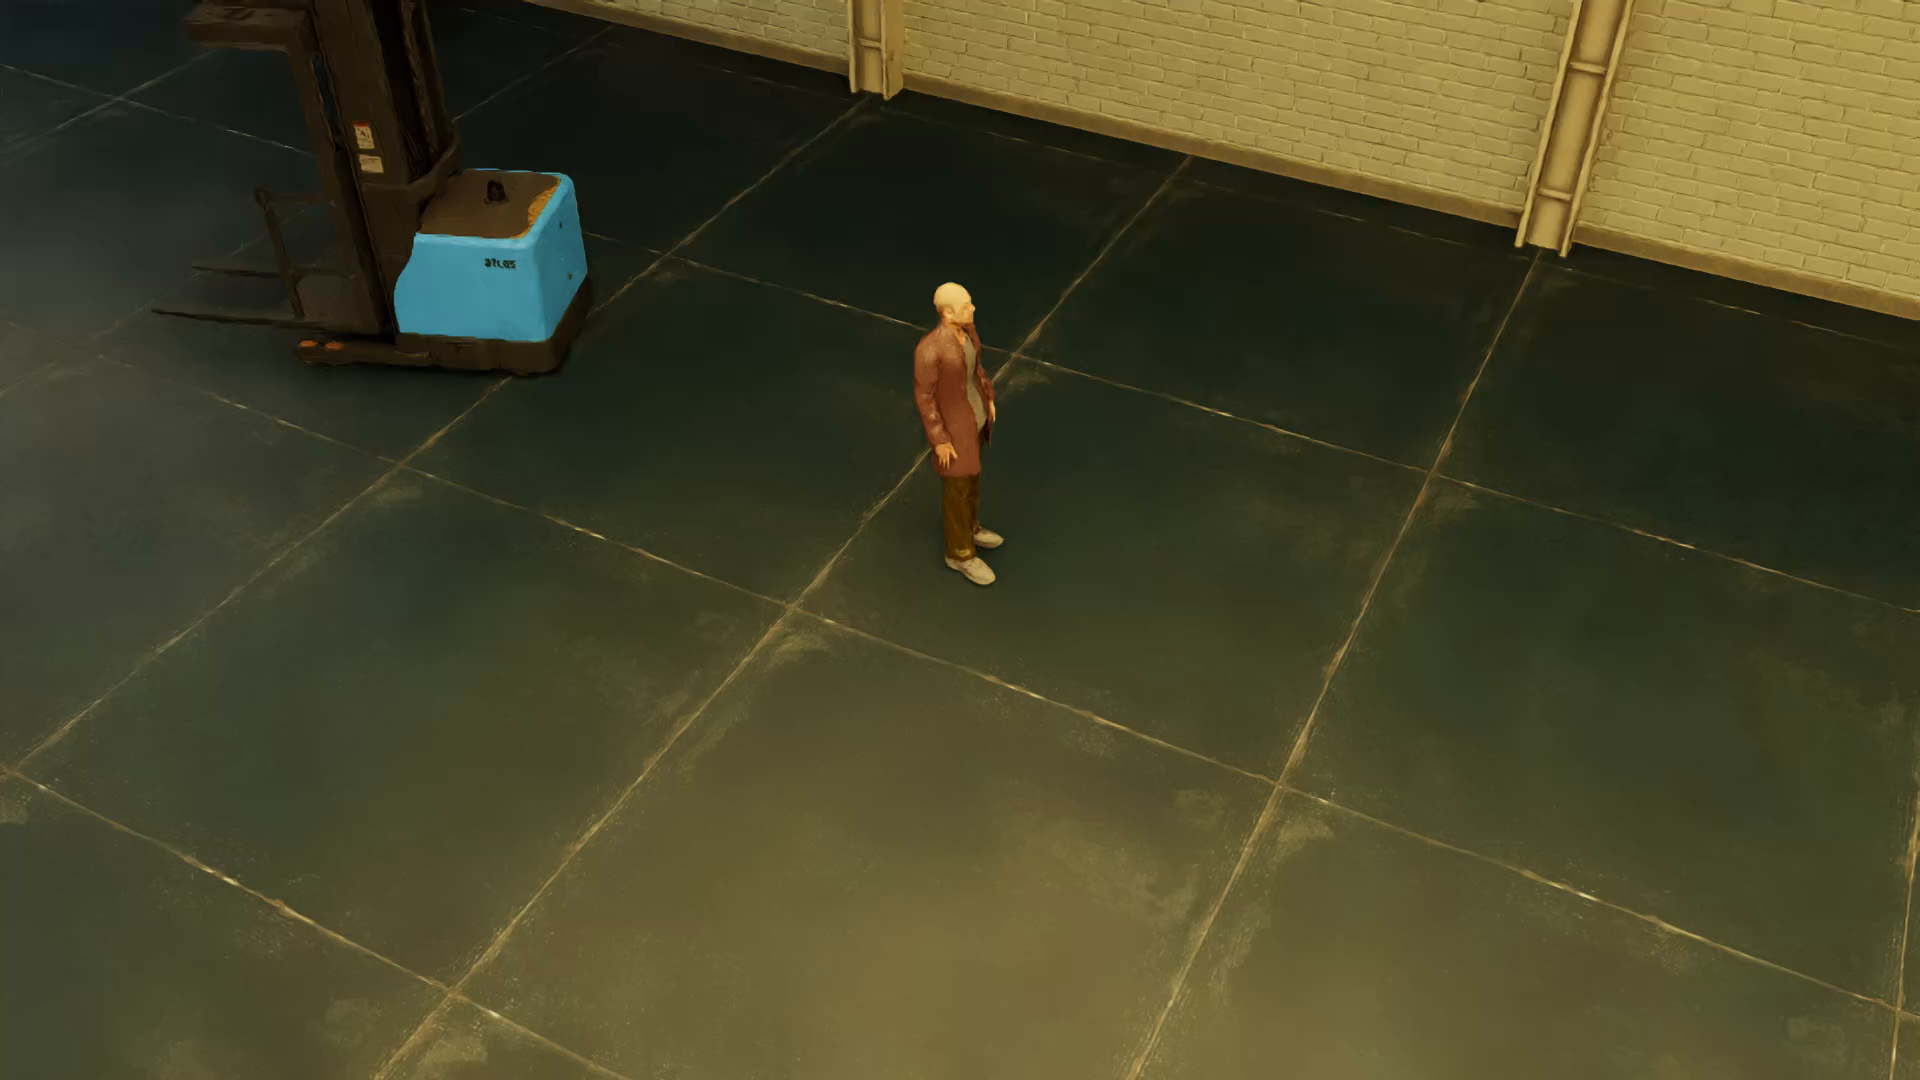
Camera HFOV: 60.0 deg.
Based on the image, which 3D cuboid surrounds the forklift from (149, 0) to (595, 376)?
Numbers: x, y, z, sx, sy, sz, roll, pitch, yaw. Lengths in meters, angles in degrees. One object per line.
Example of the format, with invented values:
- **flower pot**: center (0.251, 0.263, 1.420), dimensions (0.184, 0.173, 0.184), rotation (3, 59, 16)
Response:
- **forklift**: center (-4.250, -2.683, 11.173), dimensions (3.031, 2.935, 1.130), rotation (5, 40, 6)

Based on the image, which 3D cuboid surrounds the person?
- **person**: center (0.079, -0.656, 9.649), dimensions (0.580, 1.776, 0.694), rotation (18, 43, 21)
